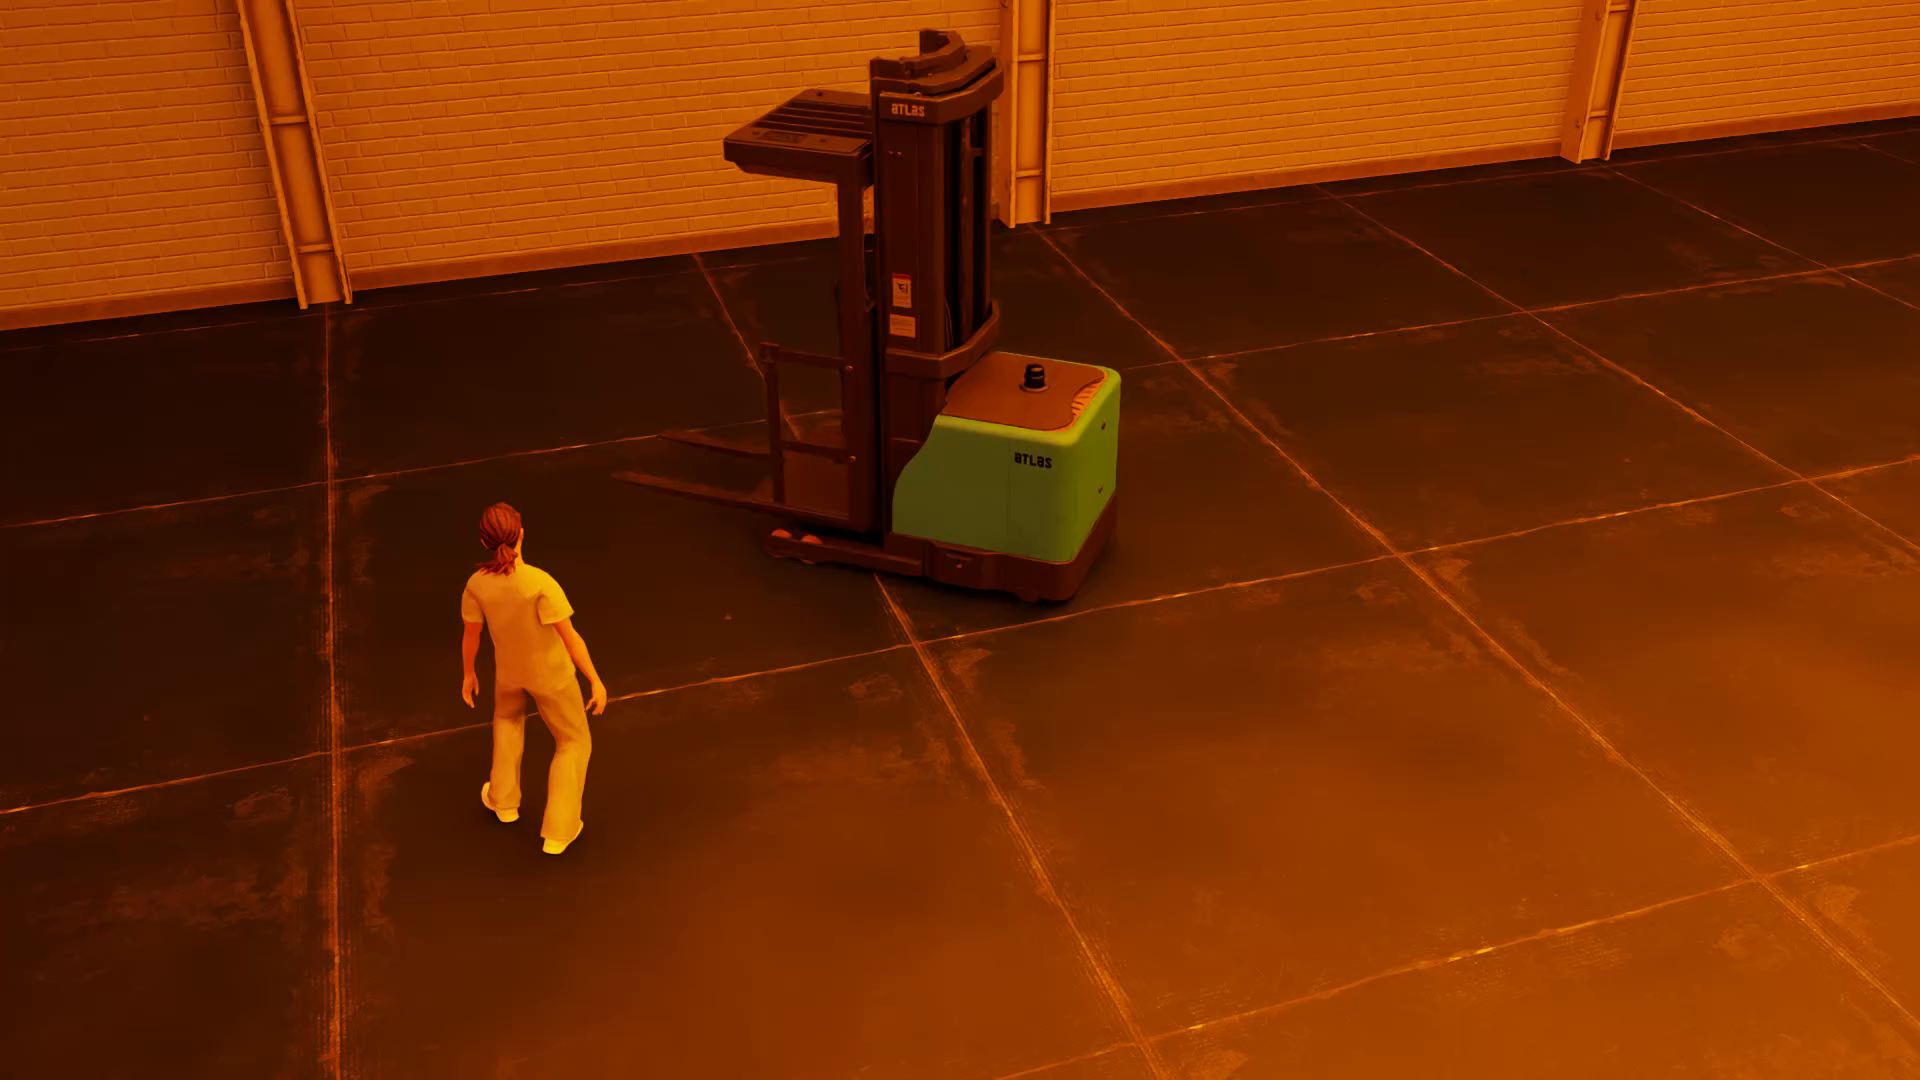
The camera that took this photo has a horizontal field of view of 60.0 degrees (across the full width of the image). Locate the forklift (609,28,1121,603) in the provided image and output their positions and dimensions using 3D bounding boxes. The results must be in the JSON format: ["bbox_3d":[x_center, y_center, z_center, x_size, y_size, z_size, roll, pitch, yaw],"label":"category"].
[{"bbox_3d":[-0.631,-1.363,9.456,3.031,2.935,1.130,11,32,18],"label":"forklift"}]

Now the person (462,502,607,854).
[{"bbox_3d":[-1.919,0.633,7.357,0.801,1.651,0.459,10,31,16],"label":"person"}]
